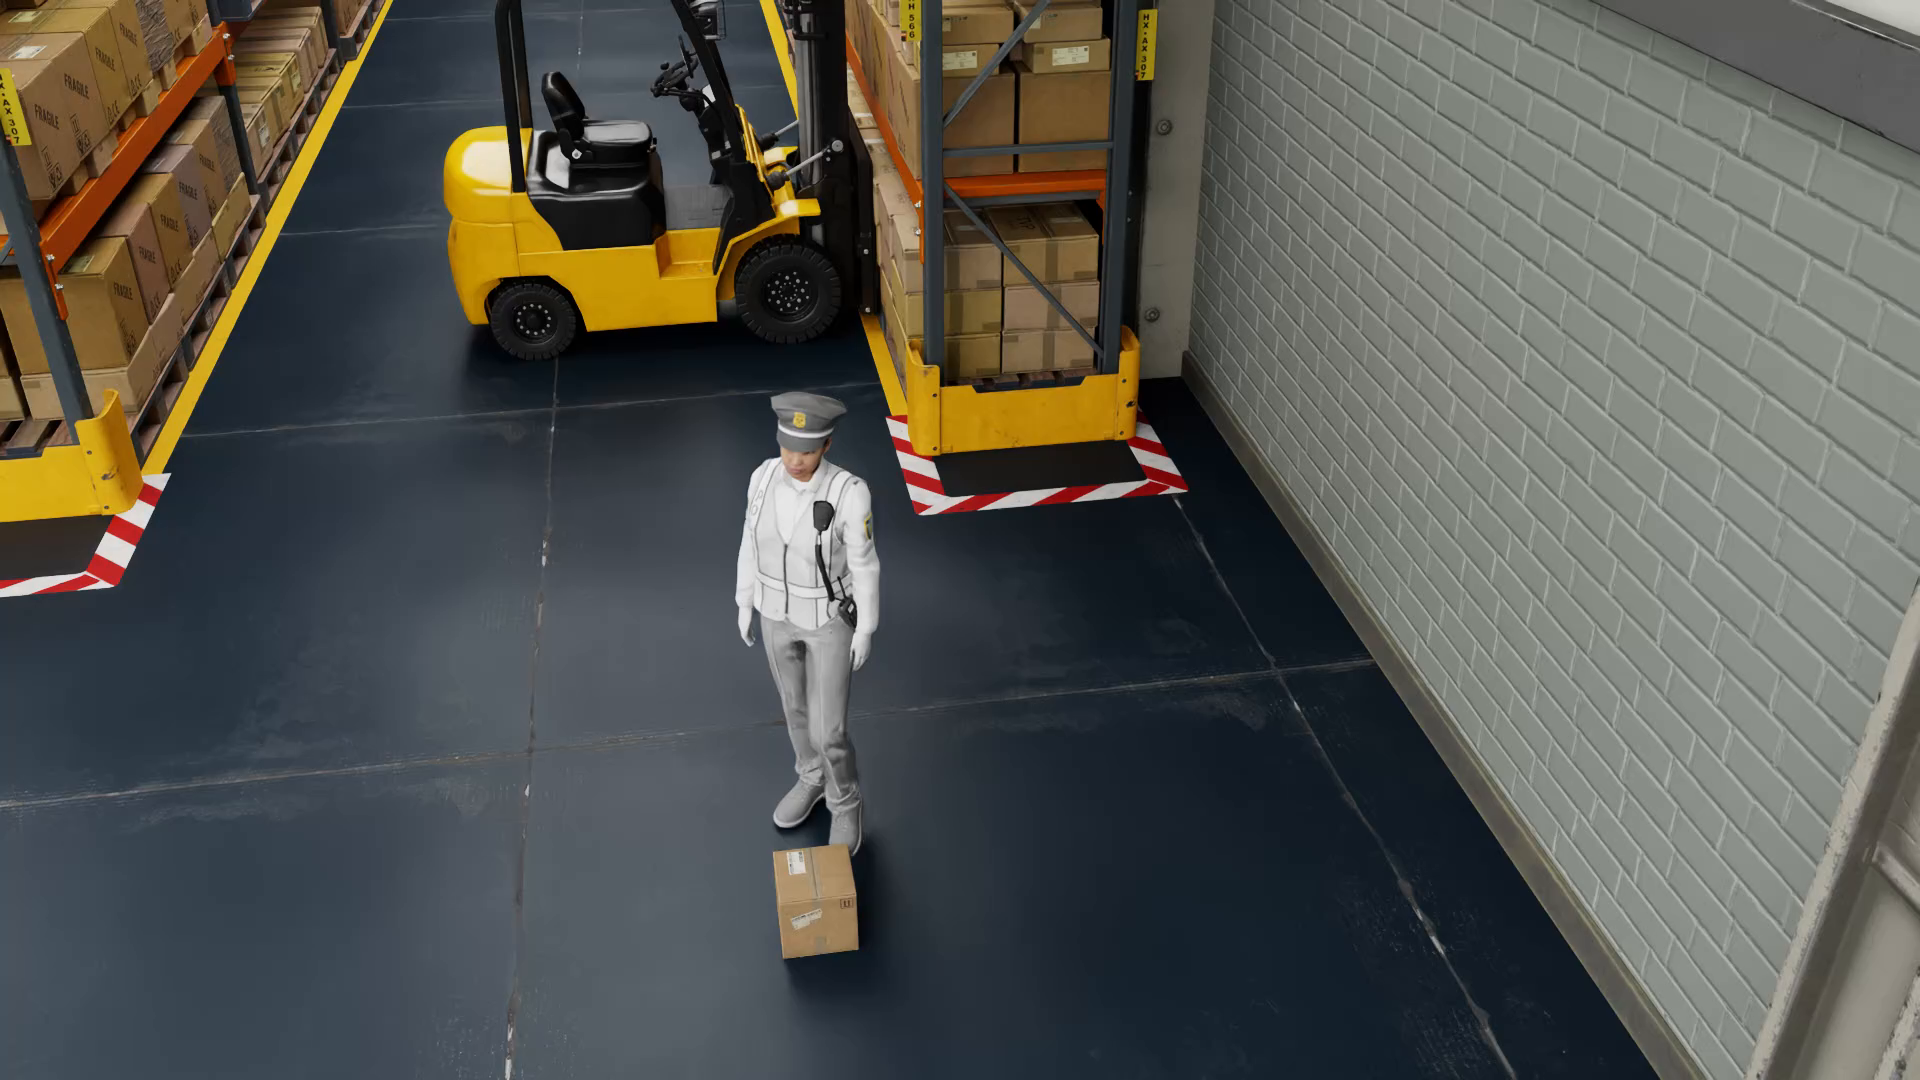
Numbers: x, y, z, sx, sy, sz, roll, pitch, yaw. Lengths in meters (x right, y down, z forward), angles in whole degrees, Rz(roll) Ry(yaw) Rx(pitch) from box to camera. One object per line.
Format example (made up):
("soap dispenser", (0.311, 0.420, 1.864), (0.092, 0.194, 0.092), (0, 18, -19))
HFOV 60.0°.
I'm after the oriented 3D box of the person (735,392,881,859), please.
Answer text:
("person", (-0.542, 0.294, 5.642), (0.518, 1.712, 0.376), (14, 34, 22))
